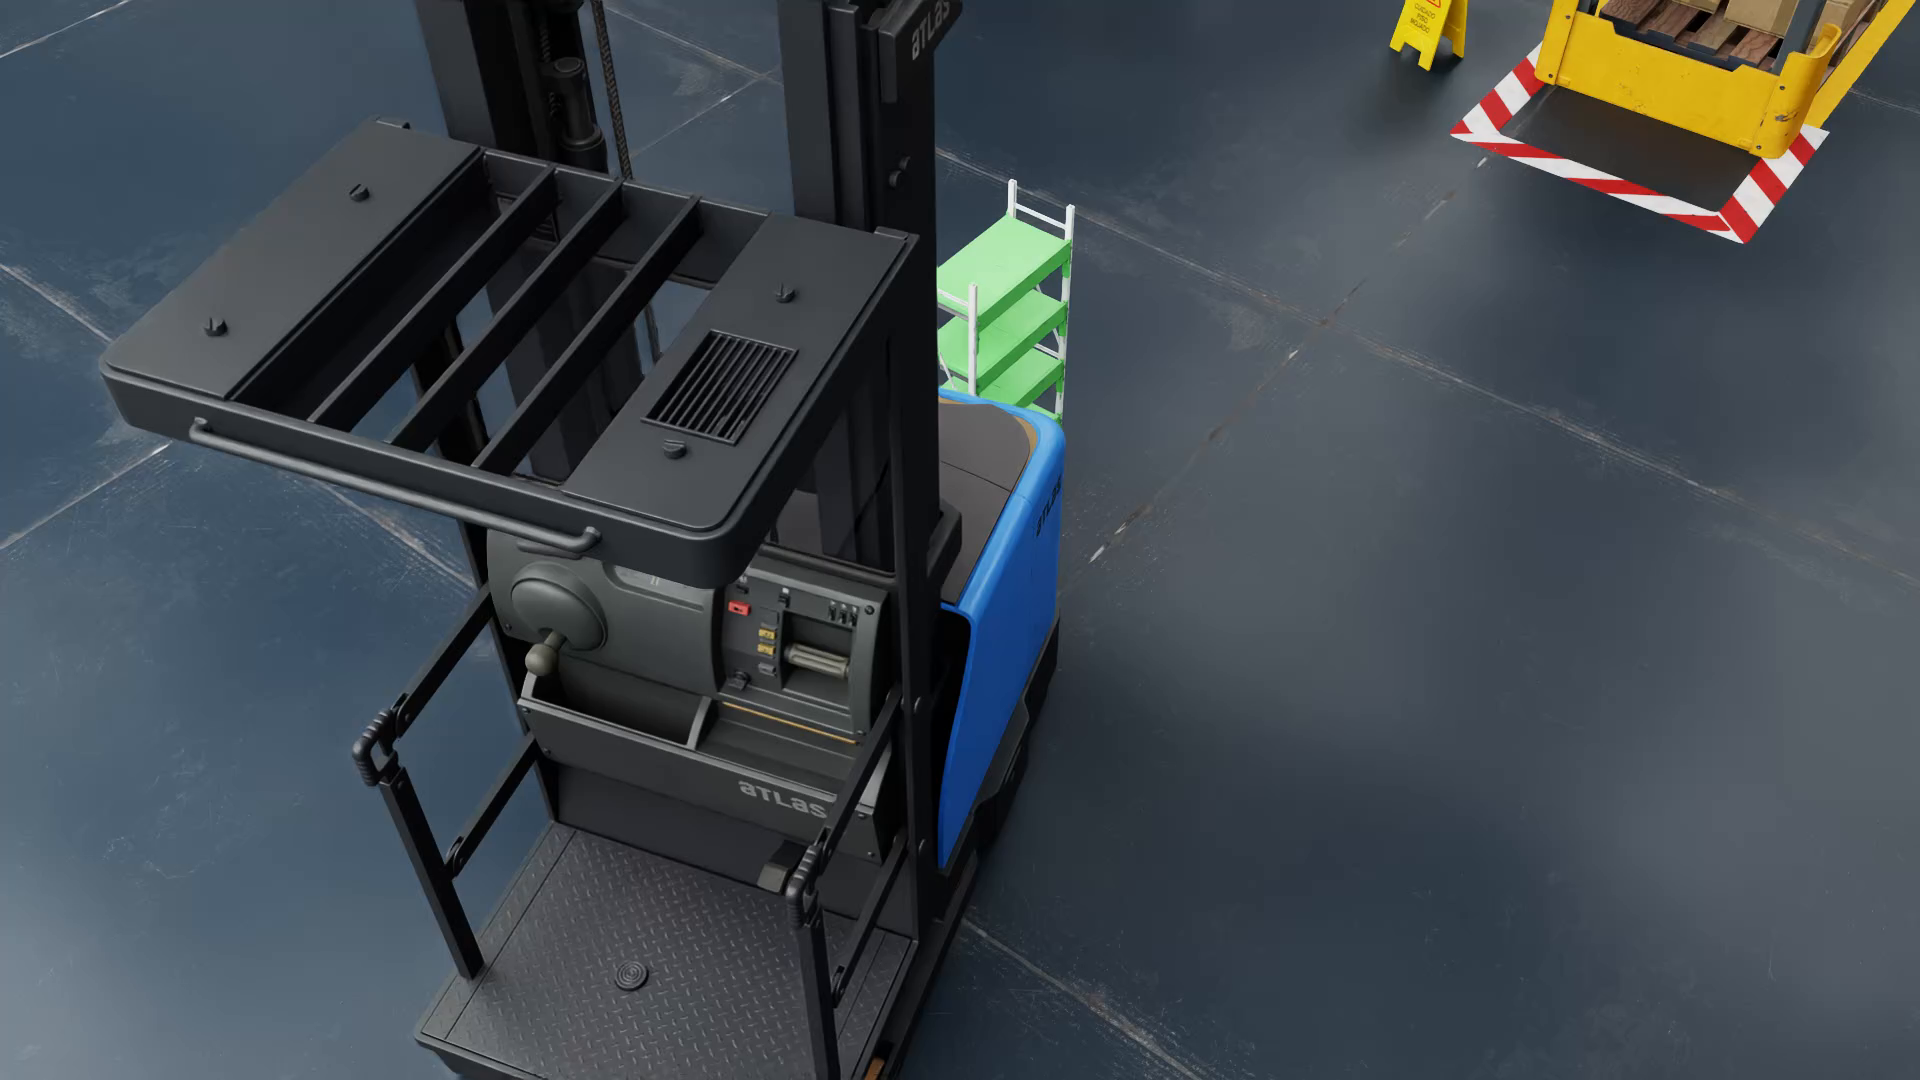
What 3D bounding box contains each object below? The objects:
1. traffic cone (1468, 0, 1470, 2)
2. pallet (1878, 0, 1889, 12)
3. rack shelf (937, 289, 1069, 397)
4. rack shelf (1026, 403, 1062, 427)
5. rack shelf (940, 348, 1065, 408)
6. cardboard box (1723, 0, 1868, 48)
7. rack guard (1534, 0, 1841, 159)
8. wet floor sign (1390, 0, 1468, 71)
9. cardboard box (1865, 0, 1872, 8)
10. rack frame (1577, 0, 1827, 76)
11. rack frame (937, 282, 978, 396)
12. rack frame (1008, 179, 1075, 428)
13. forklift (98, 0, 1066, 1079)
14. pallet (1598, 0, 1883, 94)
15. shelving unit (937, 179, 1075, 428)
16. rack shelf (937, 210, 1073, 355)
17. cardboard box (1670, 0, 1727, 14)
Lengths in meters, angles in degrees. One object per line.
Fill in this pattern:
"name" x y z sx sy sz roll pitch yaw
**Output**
"traffic cone" 2.446 -2.956 8.254 0.336 0.463 0.334 29 53 25
"pallet" 4.521 -3.241 8.700 1.003 0.211 1.213 29 53 25
"rack shelf" 0.101 -0.631 5.279 0.258 0.148 0.480 29 53 25
"rack shelf" 0.101 -0.299 5.626 0.258 0.148 0.480 29 53 25
"rack shelf" 0.101 -0.465 5.453 0.258 0.148 0.480 29 53 25
"cardboard box" 3.916 -2.551 7.723 0.500 0.250 0.500 29 53 25
"rack guard" 3.250 -2.196 7.502 1.175 0.500 0.348 29 53 25
"wet floor sign" 2.241 -2.567 7.756 0.232 0.644 0.267 -25 51 -22
"cardboard box" 4.234 -2.840 7.999 0.500 0.250 0.500 31 54 26
"rack frame" 3.204 -3.016 6.557 1.000 3.000 0.127 29 53 25
"rack frame" -0.048 -0.370 5.273 0.240 1.200 0.015 29 53 25
"rack frame" 0.250 -0.649 5.540 0.240 1.200 0.015 29 53 25
"forklift" -0.680 0.268 3.467 1.130 2.935 3.031 15 48 14
"pallet" 3.775 -2.546 8.036 1.003 0.211 1.213 29 53 25
"shelving unit" 0.101 -0.509 5.407 0.258 1.200 0.503 29 53 25
"rack shelf" 0.101 -0.797 5.106 0.258 0.148 0.480 29 53 25
"cardboard box" 3.500 -2.807 7.968 0.500 0.250 0.500 29 53 25
